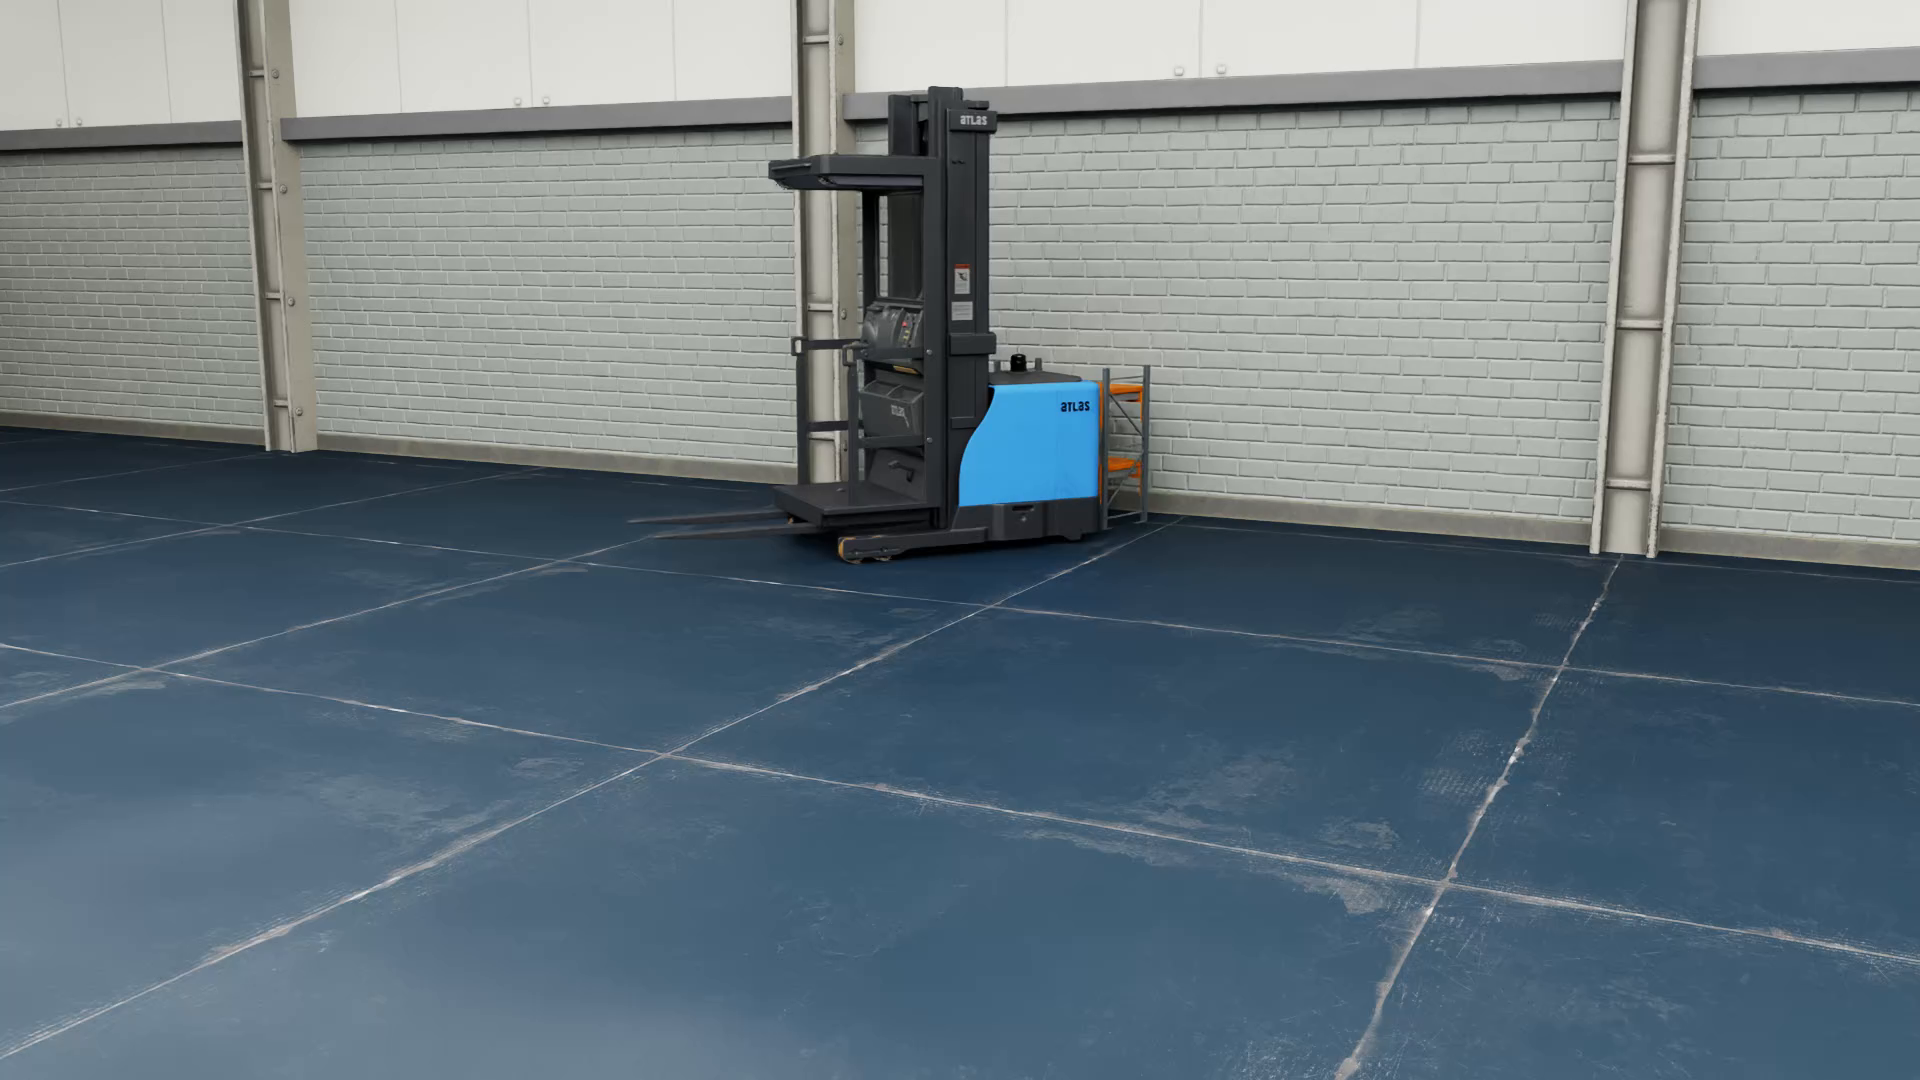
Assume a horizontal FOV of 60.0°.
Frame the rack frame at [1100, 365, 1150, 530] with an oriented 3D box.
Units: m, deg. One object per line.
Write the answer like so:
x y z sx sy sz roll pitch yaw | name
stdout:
1.163 -0.655 11.690 0.032 1.125 0.500 10 14 43 | rack frame

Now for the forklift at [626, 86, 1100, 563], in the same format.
-0.623 -1.402 10.745 3.031 2.935 1.130 -5 11 -24 | forklift

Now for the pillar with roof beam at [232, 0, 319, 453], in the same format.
-8.342 -4.612 11.446 0.400 9.000 9.100 5 11 26 | pillar with roof beam

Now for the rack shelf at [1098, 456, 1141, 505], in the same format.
0.796 -0.477 12.080 1.000 0.278 0.538 10 14 43 | rack shelf

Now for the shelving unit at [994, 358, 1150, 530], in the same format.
0.796 -0.717 12.036 1.048 1.125 0.538 10 14 43 | shelving unit

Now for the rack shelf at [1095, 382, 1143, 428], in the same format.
0.796 -1.005 11.984 1.000 0.278 0.538 10 14 43 | rack shelf

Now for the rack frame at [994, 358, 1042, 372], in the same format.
0.429 -0.780 12.382 0.032 1.125 0.500 10 14 43 | rack frame

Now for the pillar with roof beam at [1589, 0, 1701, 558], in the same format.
2.419 -3.667 6.221 0.400 9.000 9.100 5 11 26 | pillar with roof beam

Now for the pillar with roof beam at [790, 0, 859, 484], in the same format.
-2.961 -4.139 8.833 0.400 9.000 9.100 5 11 26 | pillar with roof beam
